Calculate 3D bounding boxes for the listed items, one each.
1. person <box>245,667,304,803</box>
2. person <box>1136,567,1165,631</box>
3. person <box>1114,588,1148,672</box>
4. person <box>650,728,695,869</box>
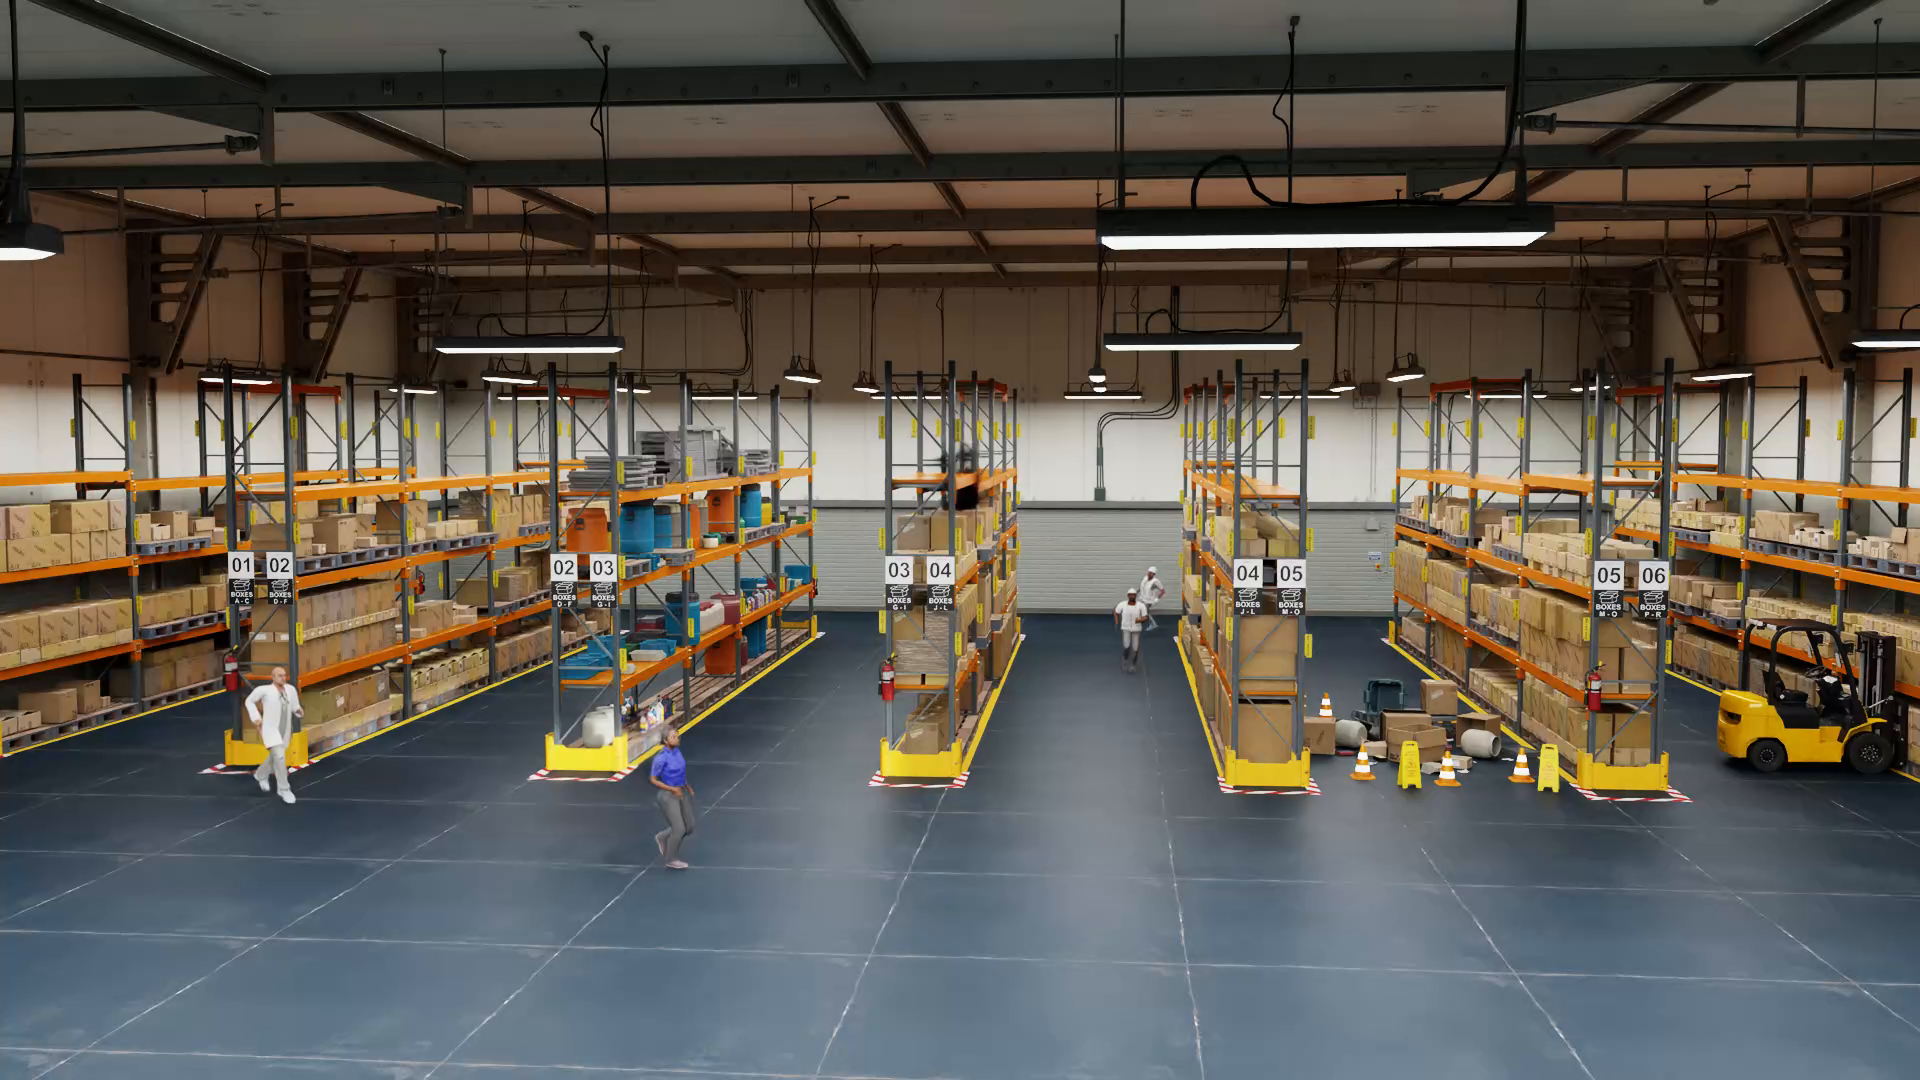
[{"bbox_3d":[-9.355,2.627,22.702,1.028,1.810,0.654,2,4,31],"label":"person"},{"bbox_3d":[4.482,1.475,40.609,0.951,1.697,0.864,0,4,-1],"label":"person"},{"bbox_3d":[3.529,1.864,34.306,0.687,1.732,0.668,0,4,4],"label":"person"},{"bbox_3d":[-3.295,2.953,19.024,0.562,1.593,0.573,2,4,27],"label":"person"}]
